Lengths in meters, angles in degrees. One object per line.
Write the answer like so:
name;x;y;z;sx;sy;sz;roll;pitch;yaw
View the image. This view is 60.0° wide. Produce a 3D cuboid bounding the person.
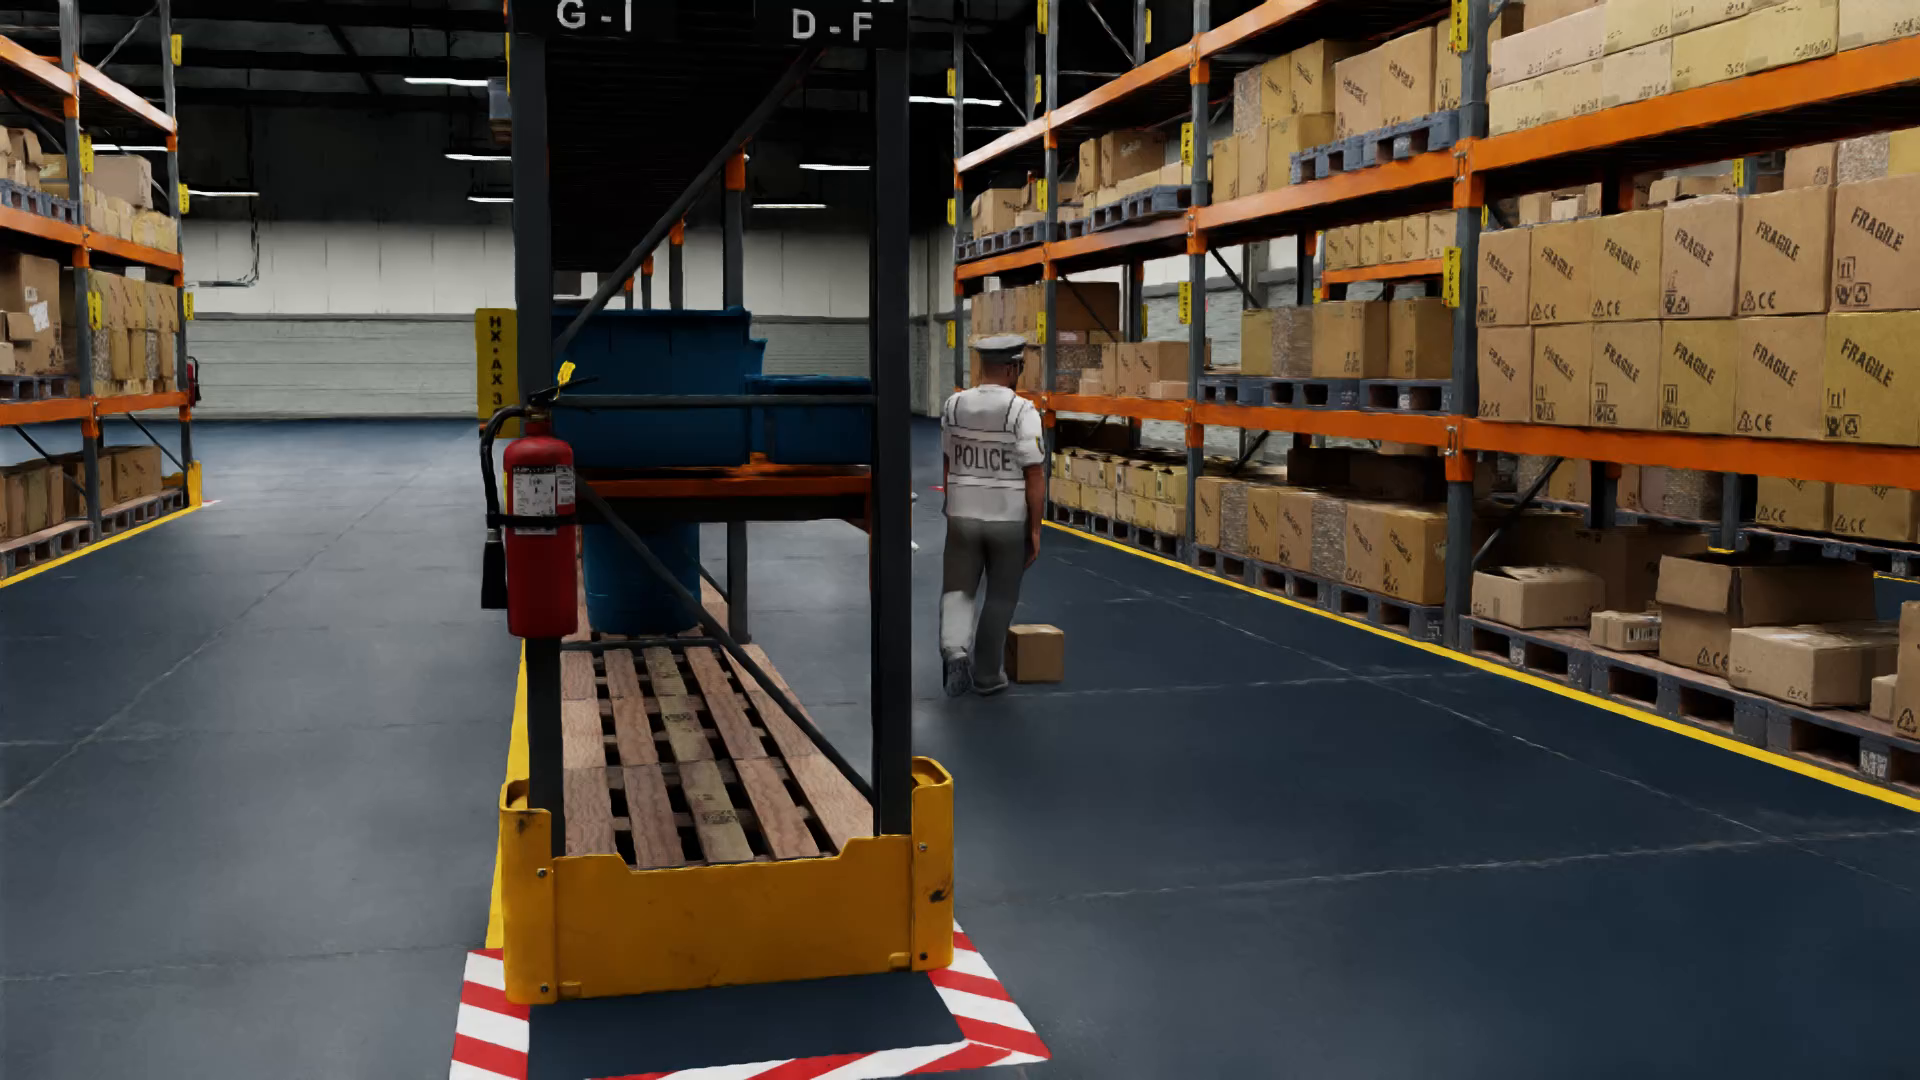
person;0.147;-0.098;7.832;0.546;1.719;0.817;2;6;17
